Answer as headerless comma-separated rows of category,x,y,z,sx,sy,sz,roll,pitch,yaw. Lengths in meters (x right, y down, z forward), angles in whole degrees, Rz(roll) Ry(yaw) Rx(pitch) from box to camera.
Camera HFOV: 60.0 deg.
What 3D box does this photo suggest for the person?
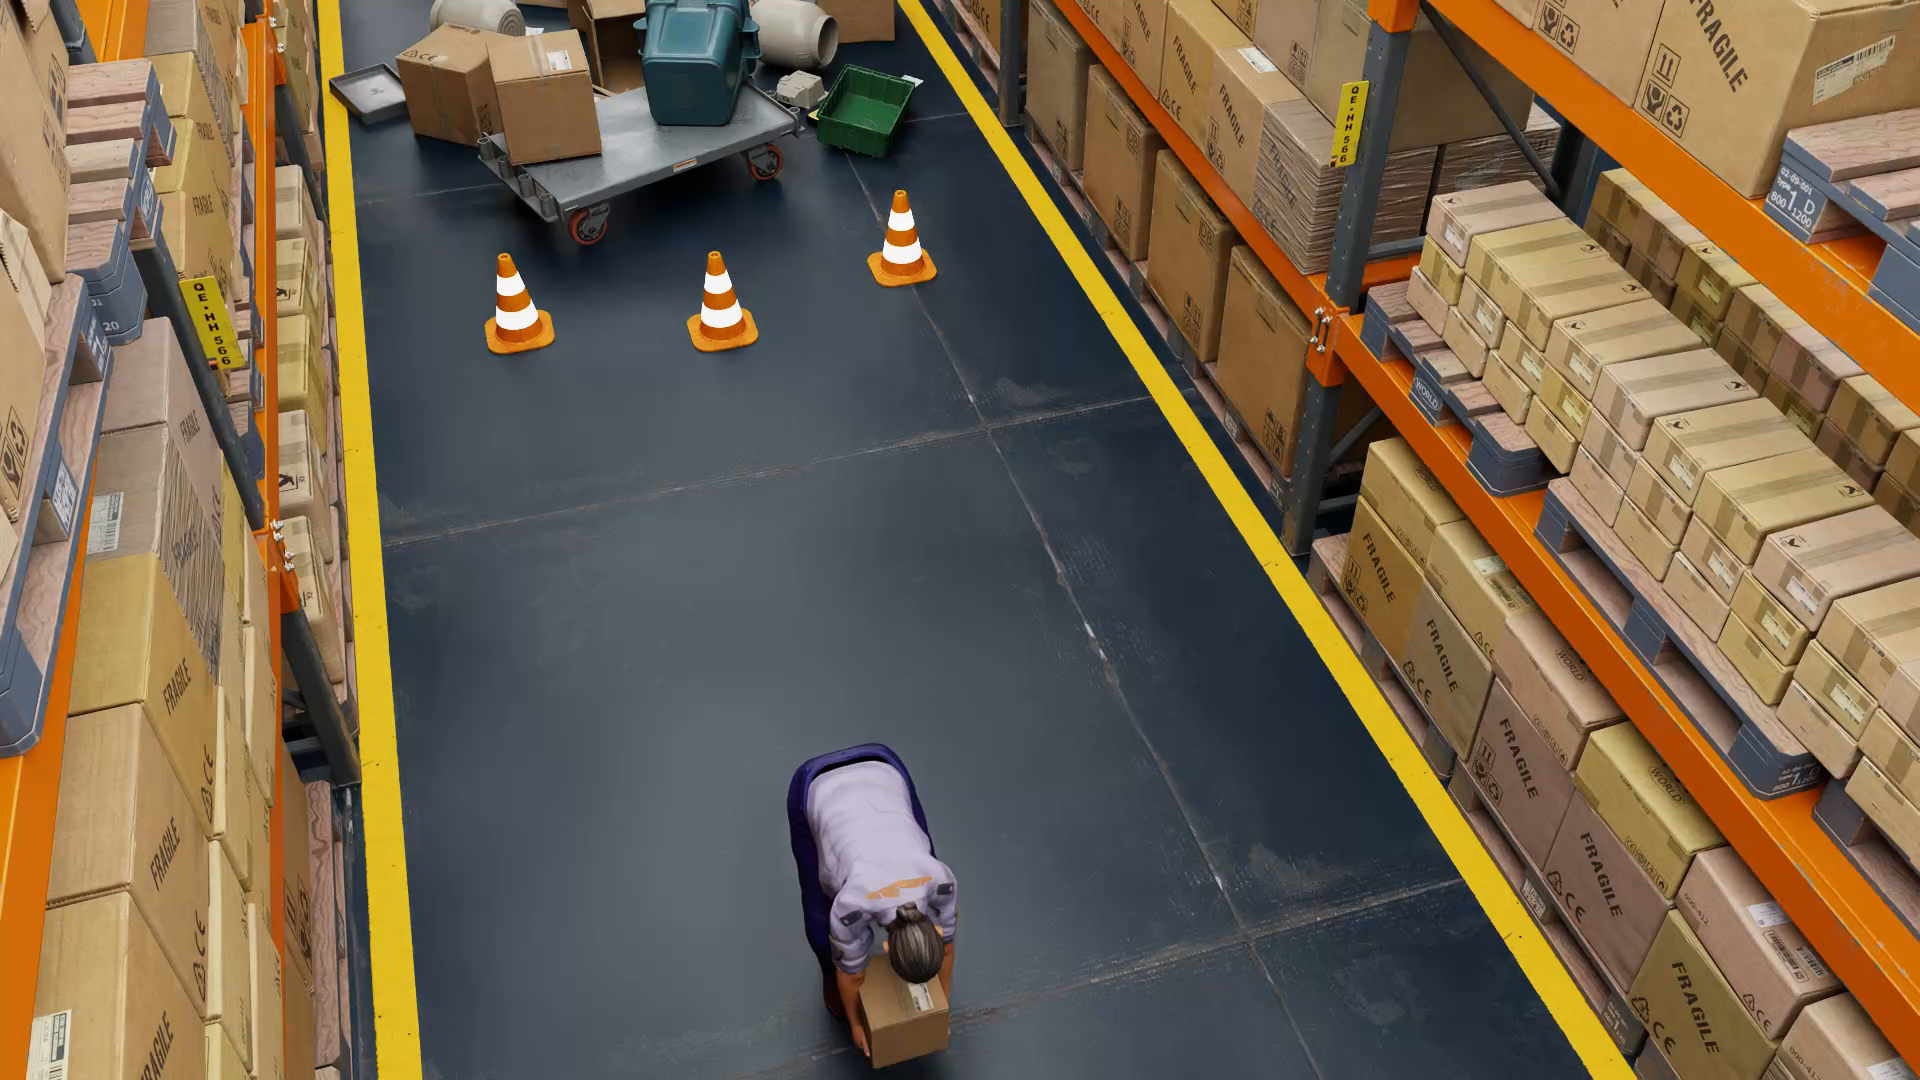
person,-0.244,1.230,5.322,0.480,0.986,0.910,-14,44,-14
